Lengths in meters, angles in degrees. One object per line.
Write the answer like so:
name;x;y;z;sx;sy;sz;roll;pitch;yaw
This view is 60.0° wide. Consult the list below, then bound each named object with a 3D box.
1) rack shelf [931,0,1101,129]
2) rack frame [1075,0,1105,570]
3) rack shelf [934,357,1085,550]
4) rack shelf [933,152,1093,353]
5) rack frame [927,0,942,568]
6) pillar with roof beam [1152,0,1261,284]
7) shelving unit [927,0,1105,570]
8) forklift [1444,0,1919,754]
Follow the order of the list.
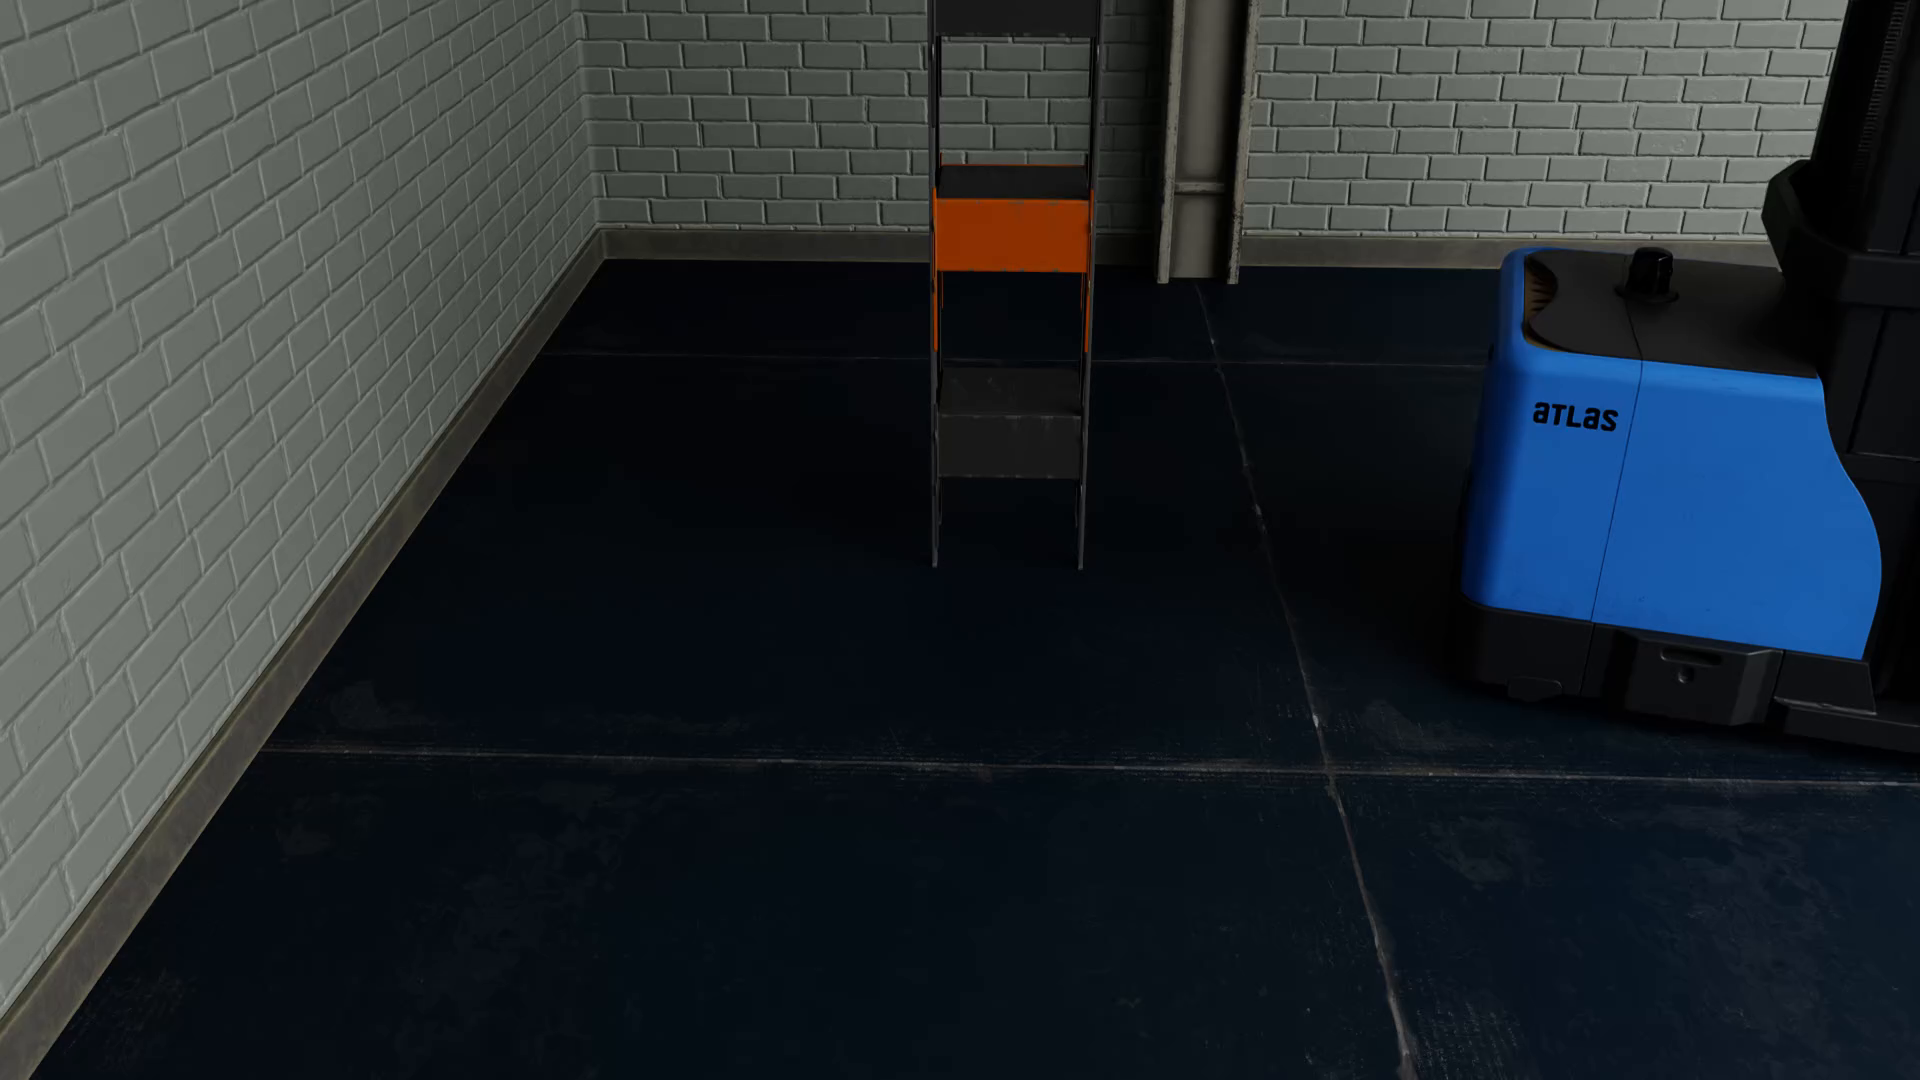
rack shelf;0.165;-1.531;4.932;0.480;0.518;0.431;1;28;2
rack frame;0.409;-0.921;5.245;0.015;2.100;0.400;1;28;2
rack shelf;0.165;-0.294;5.587;0.480;0.518;0.431;1;28;2
rack shelf;0.165;-0.913;5.259;0.480;0.518;0.431;1;28;2
rack frame;-0.078;-0.929;5.261;0.015;2.100;0.400;1;28;2
pillar with roof beam;1.010;-3.284;2.337;0.400;9.000;9.100;1;28;2
shelving unit;0.165;-0.925;5.253;0.503;2.100;0.431;1;28;2
forklift;3.008;-0.862;4.247;3.031;2.935;1.130;8;29;15
